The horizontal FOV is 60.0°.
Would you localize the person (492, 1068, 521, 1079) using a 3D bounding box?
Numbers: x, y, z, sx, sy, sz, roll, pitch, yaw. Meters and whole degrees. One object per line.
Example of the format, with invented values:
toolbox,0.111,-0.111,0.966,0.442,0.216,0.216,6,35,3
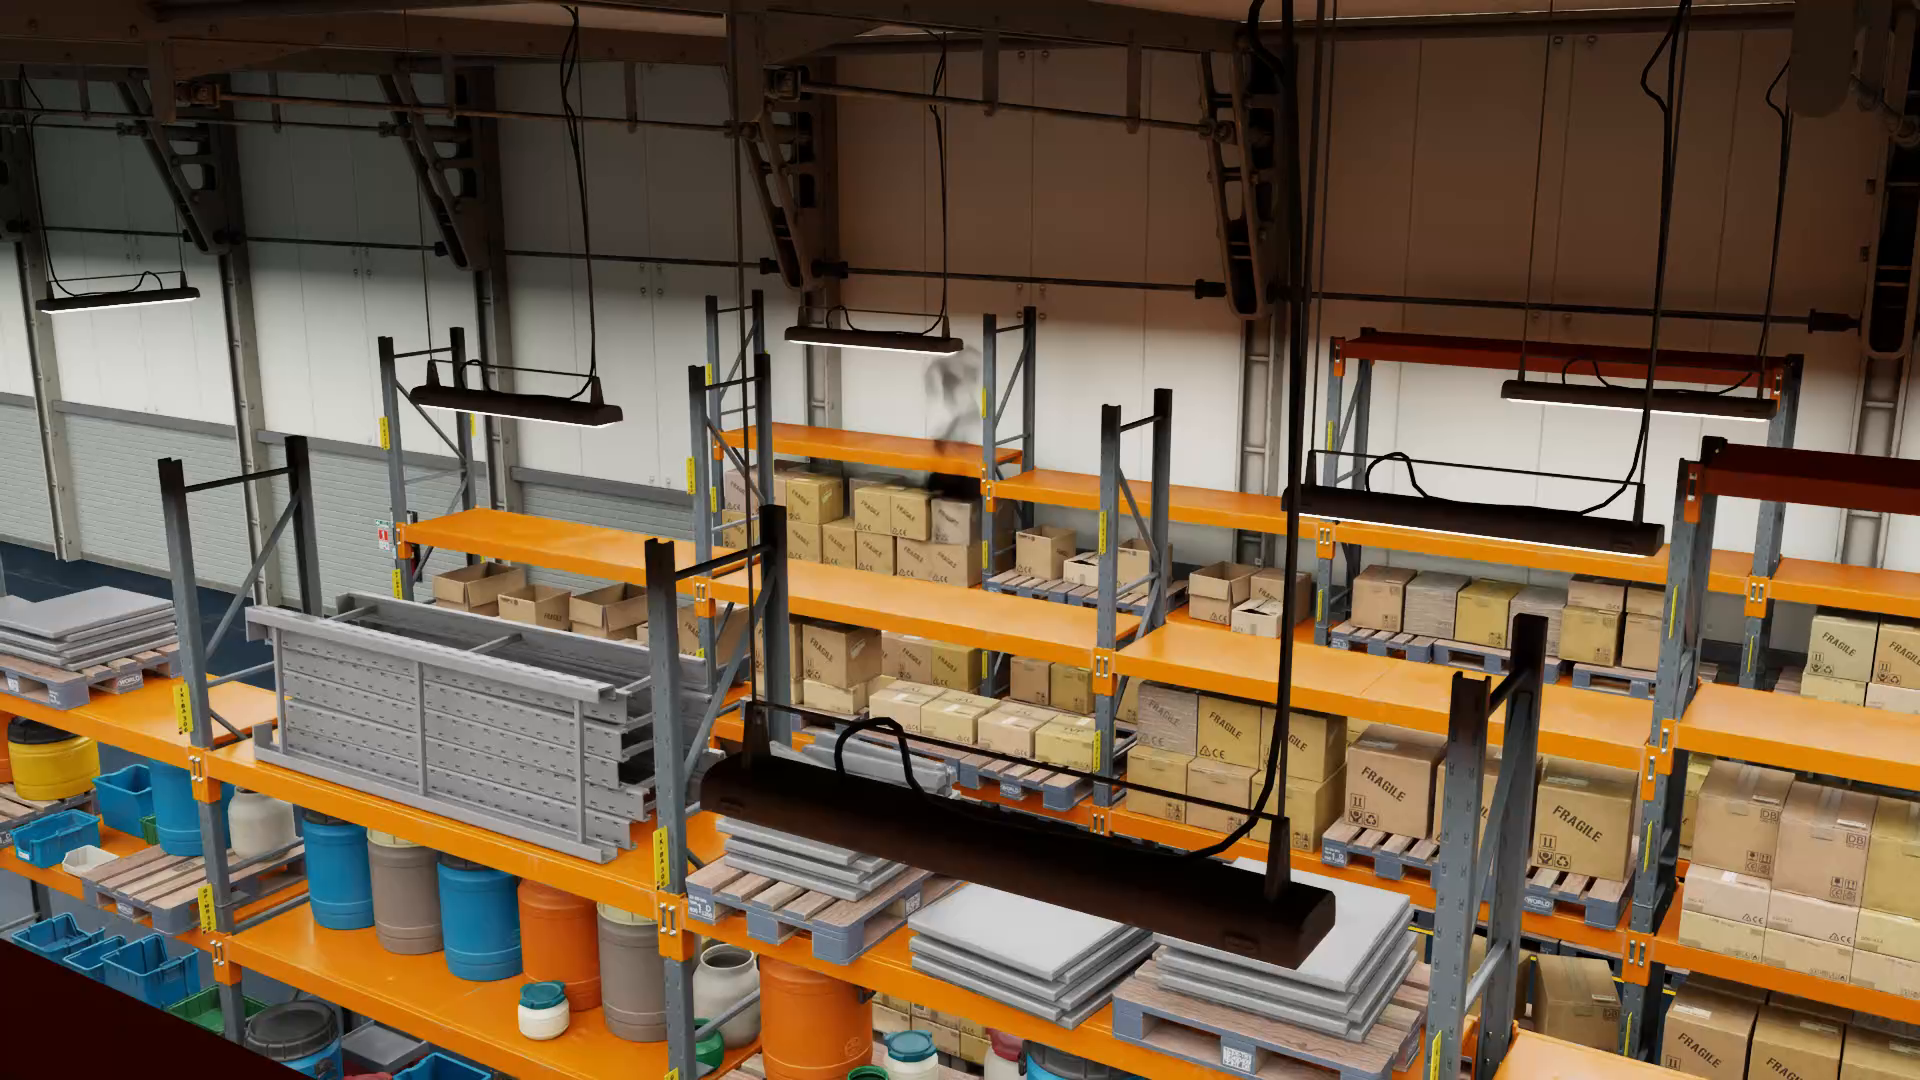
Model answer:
person,-3.484,4.076,13.181,0.610,1.738,0.674,11,18,38
